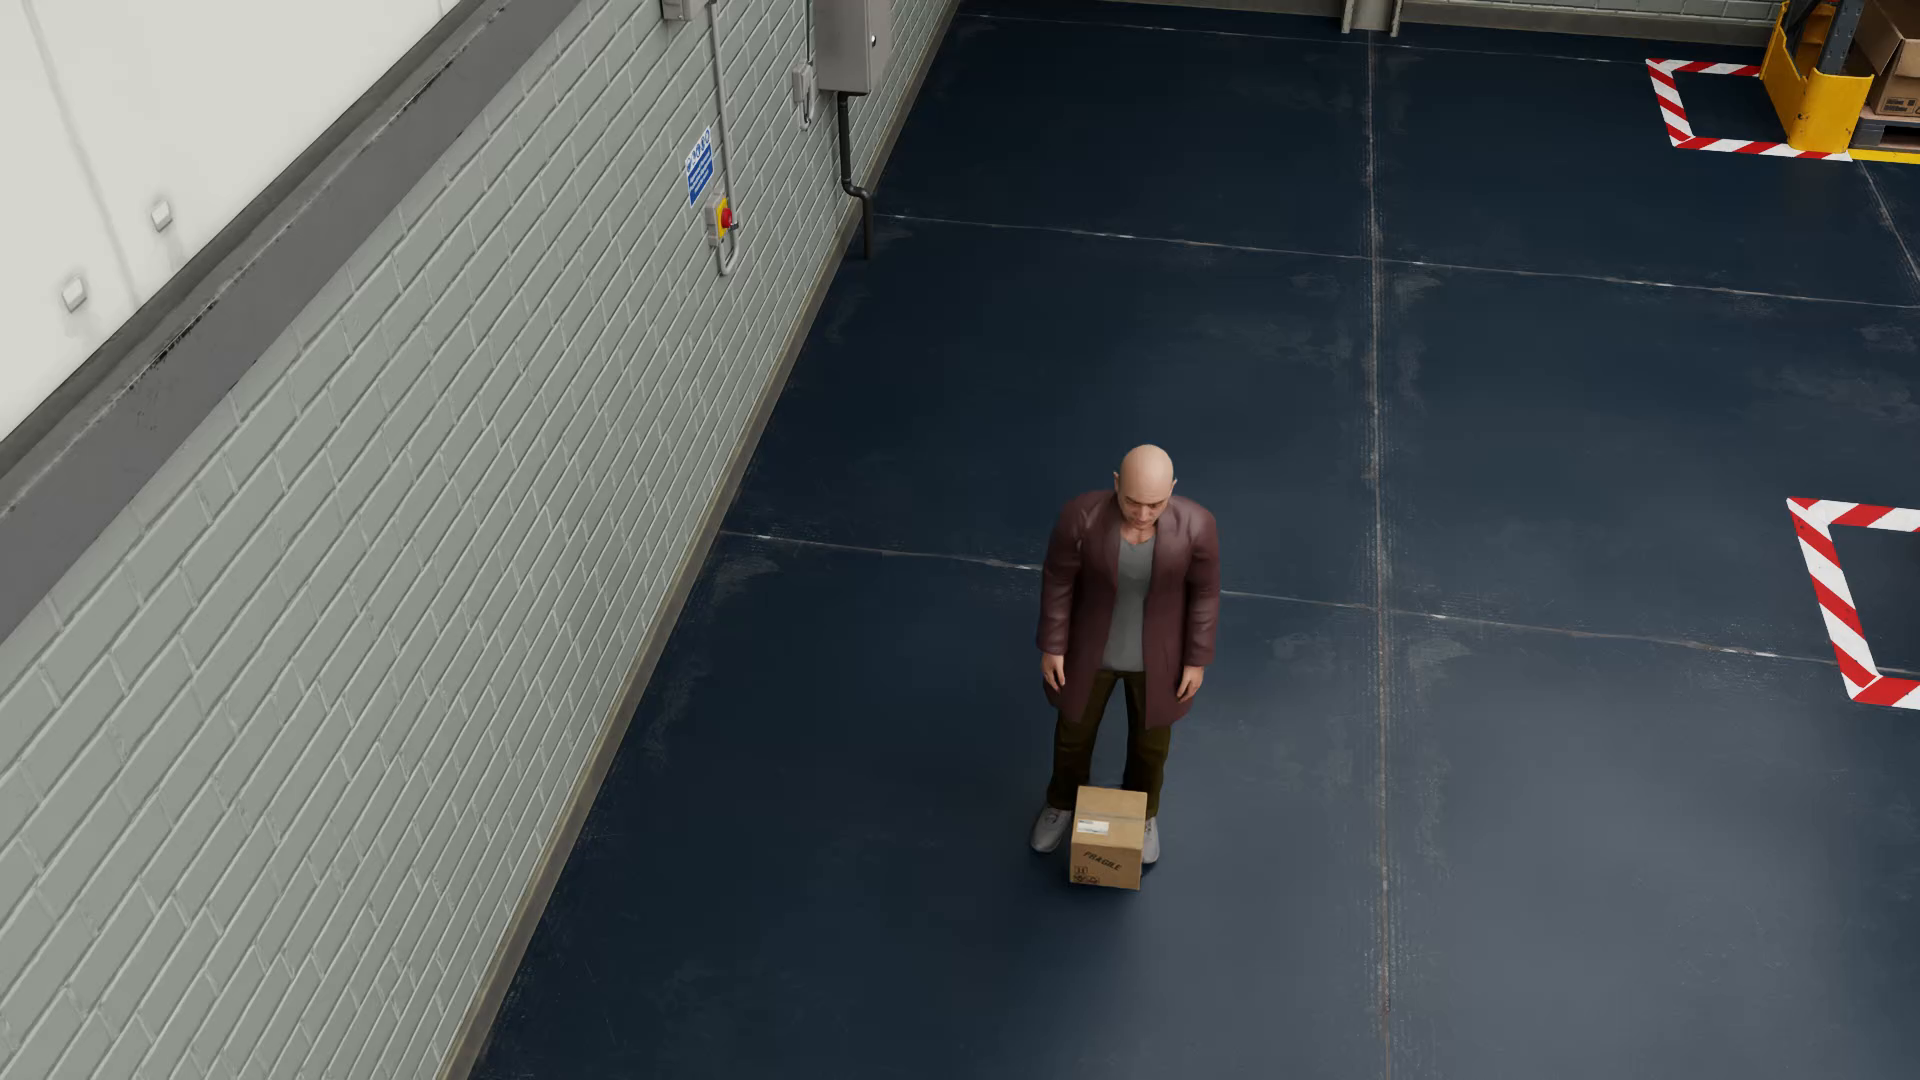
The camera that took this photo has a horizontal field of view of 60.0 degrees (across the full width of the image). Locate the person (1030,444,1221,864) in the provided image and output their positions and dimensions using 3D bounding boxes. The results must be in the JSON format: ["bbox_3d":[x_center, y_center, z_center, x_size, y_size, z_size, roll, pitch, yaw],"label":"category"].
[{"bbox_3d":[0.565,0.384,5.711,0.612,1.774,0.426,5,40,6],"label":"person"}]
